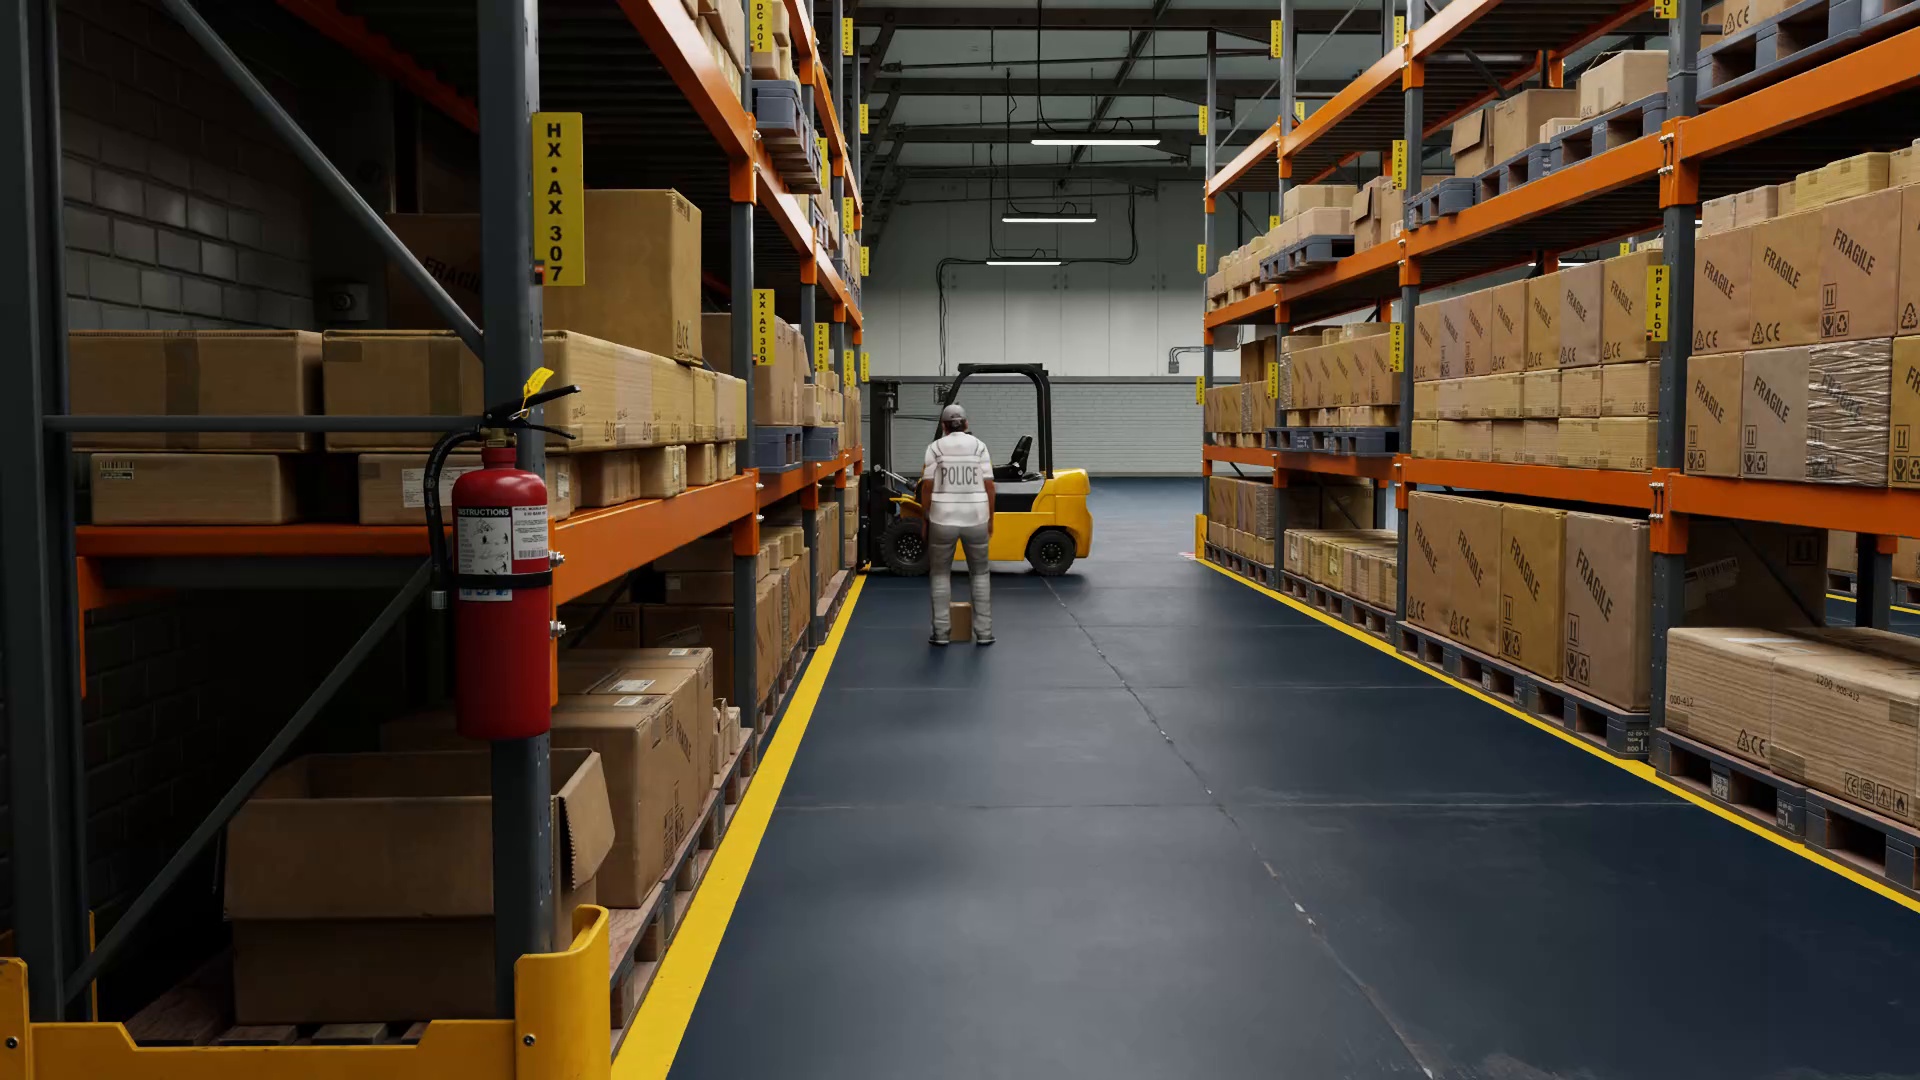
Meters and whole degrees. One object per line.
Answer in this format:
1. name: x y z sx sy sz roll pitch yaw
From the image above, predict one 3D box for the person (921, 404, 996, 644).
1. person: -0.006 -0.108 11.553 0.541 1.665 0.465 0 4 -5
